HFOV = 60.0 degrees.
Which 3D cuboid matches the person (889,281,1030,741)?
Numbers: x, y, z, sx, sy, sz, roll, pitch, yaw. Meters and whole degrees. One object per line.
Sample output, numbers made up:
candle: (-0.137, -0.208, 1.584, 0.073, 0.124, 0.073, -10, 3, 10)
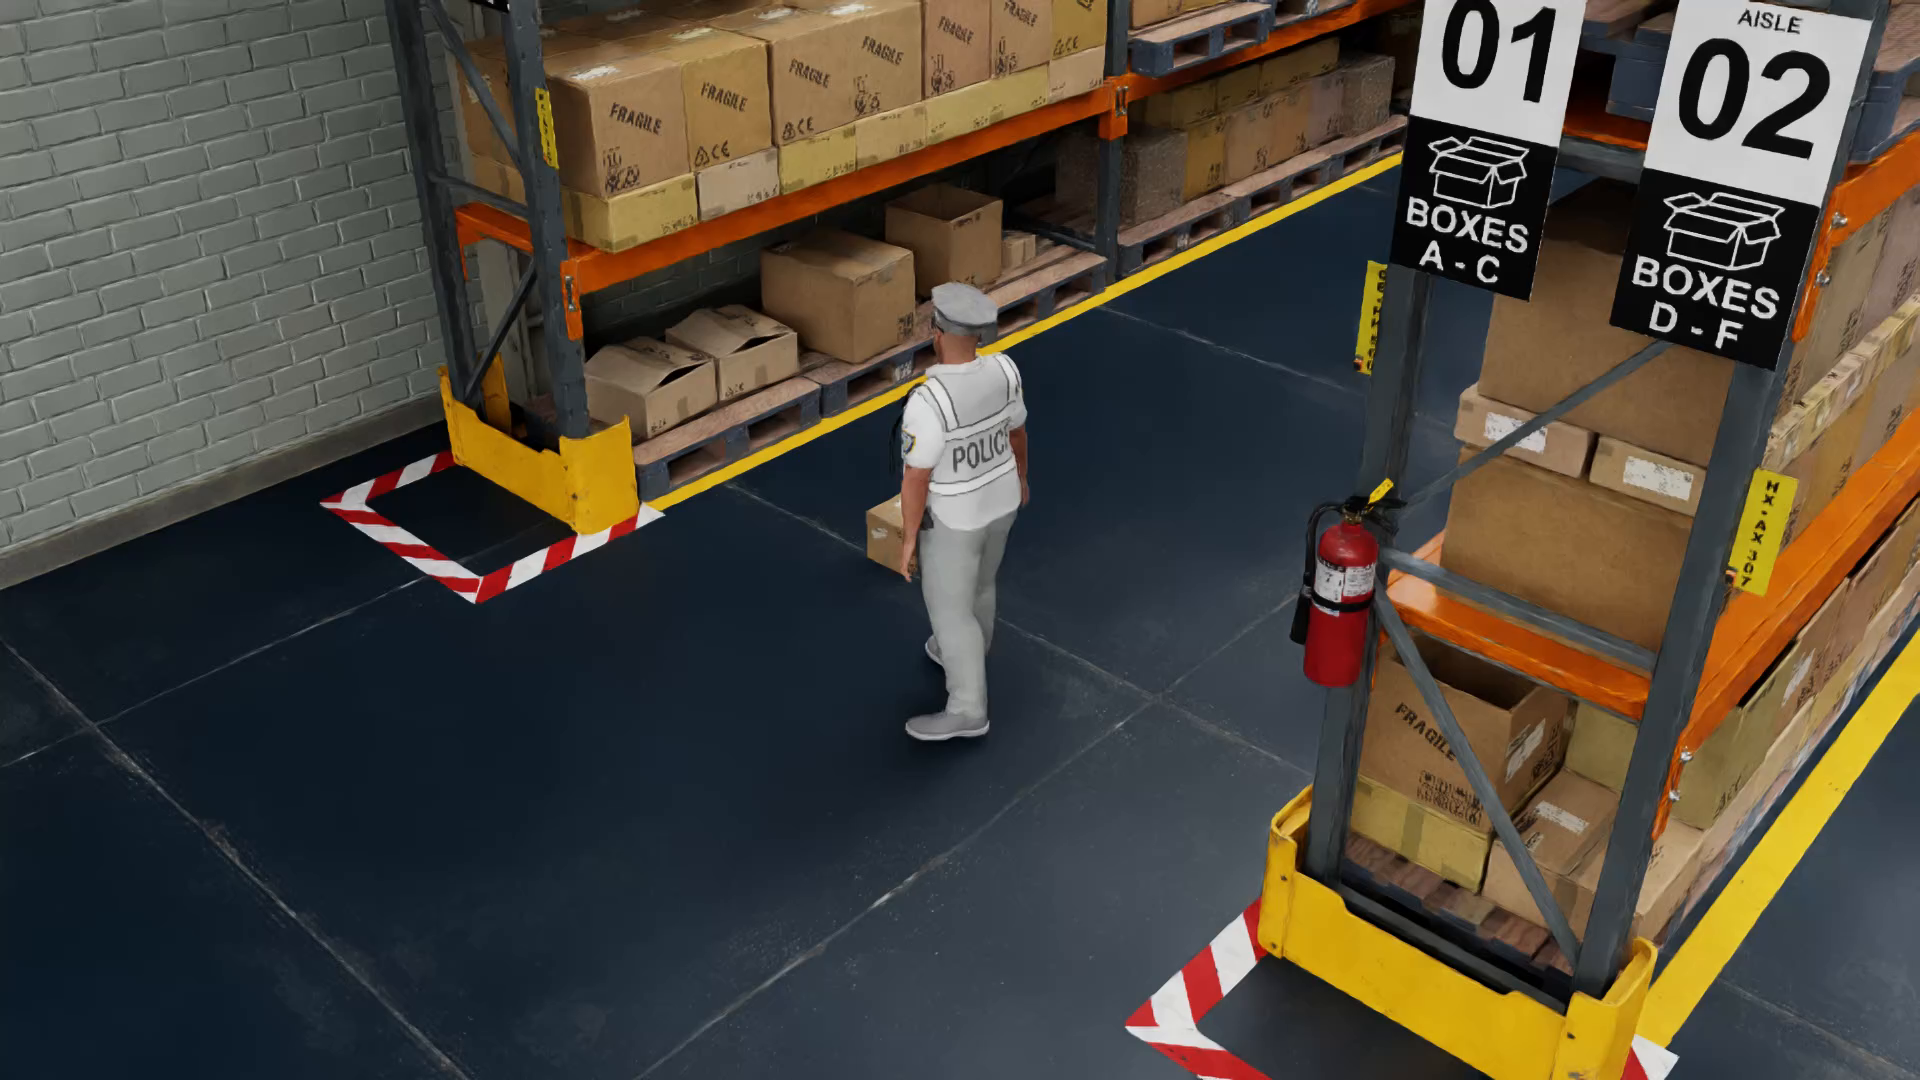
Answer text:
person: (-0.008, -0.140, 6.321, 0.592, 1.750, 0.717, 26, 40, 36)
